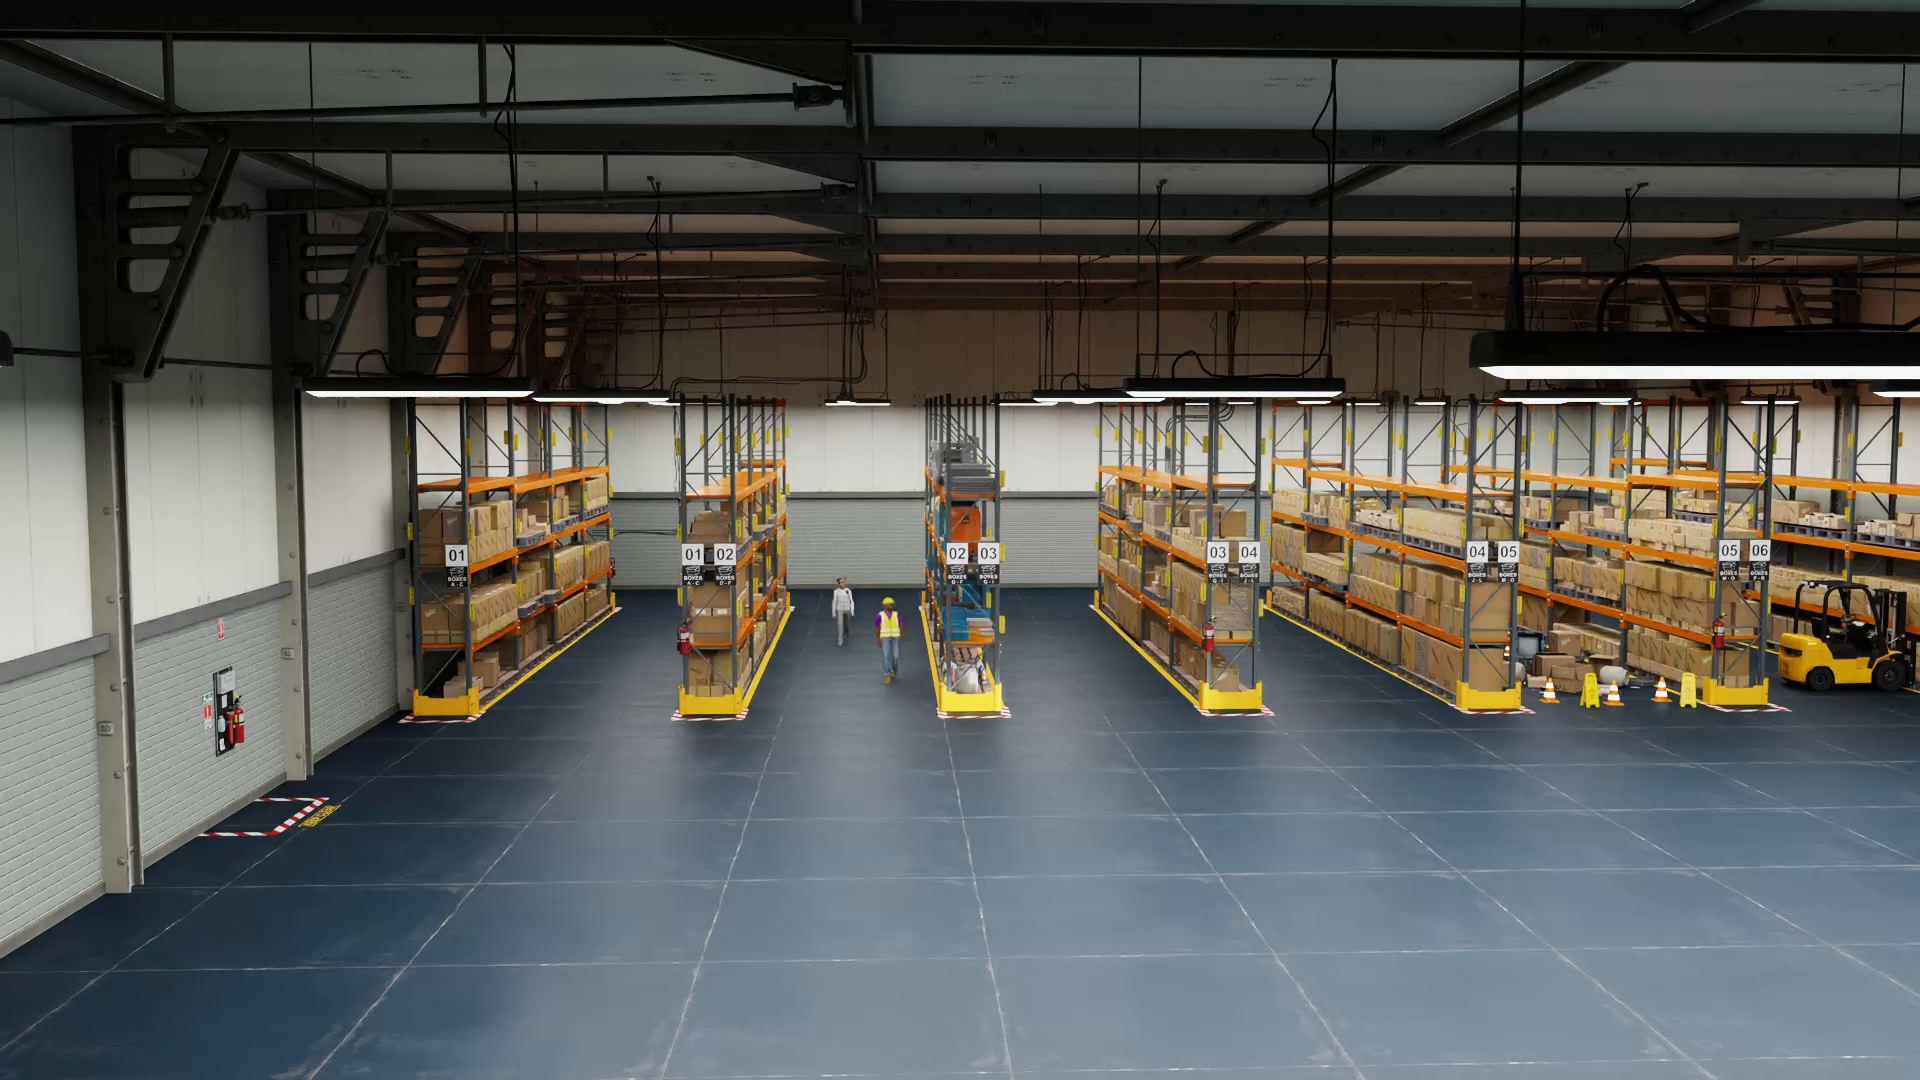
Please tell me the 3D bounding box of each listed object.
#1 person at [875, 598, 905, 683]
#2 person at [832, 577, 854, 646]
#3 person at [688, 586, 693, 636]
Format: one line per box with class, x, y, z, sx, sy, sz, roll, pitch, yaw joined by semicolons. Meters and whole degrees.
person;-1.451;2.115;35.028;0.609;1.750;0.782;-1;5;-11
person;-2.847;1.708;40.388;0.525;1.640;0.975;-1;5;-8
person;-6.744;1.565;41.902;0.406;1.673;0.509;0;5;-3
